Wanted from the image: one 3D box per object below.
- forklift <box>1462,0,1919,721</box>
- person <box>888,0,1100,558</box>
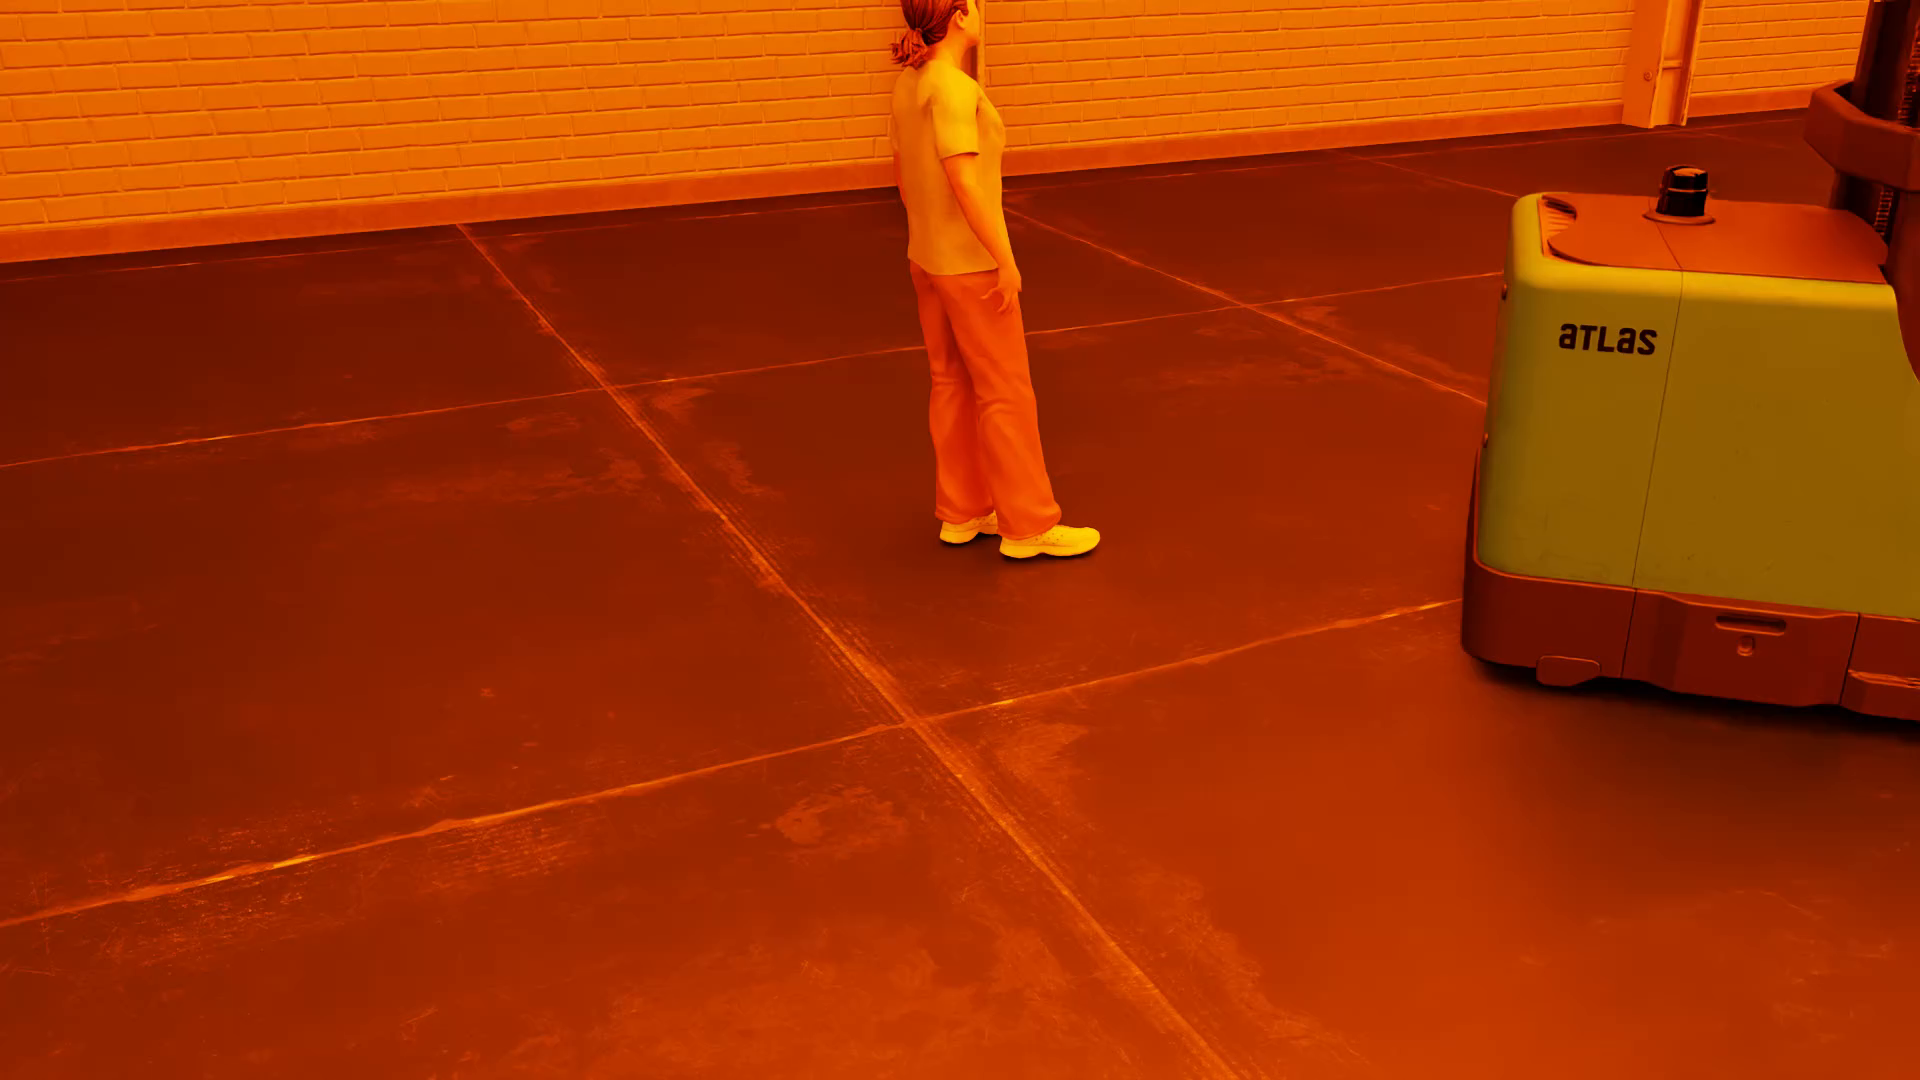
[{"bbox_3d":[2.866,-1.012,3.722,3.031,2.935,1.130,7,23,15],"label":"forklift"},{"bbox_3d":[0.071,-0.788,4.802,0.549,1.675,0.555,-10,25,-23],"label":"person"}]
